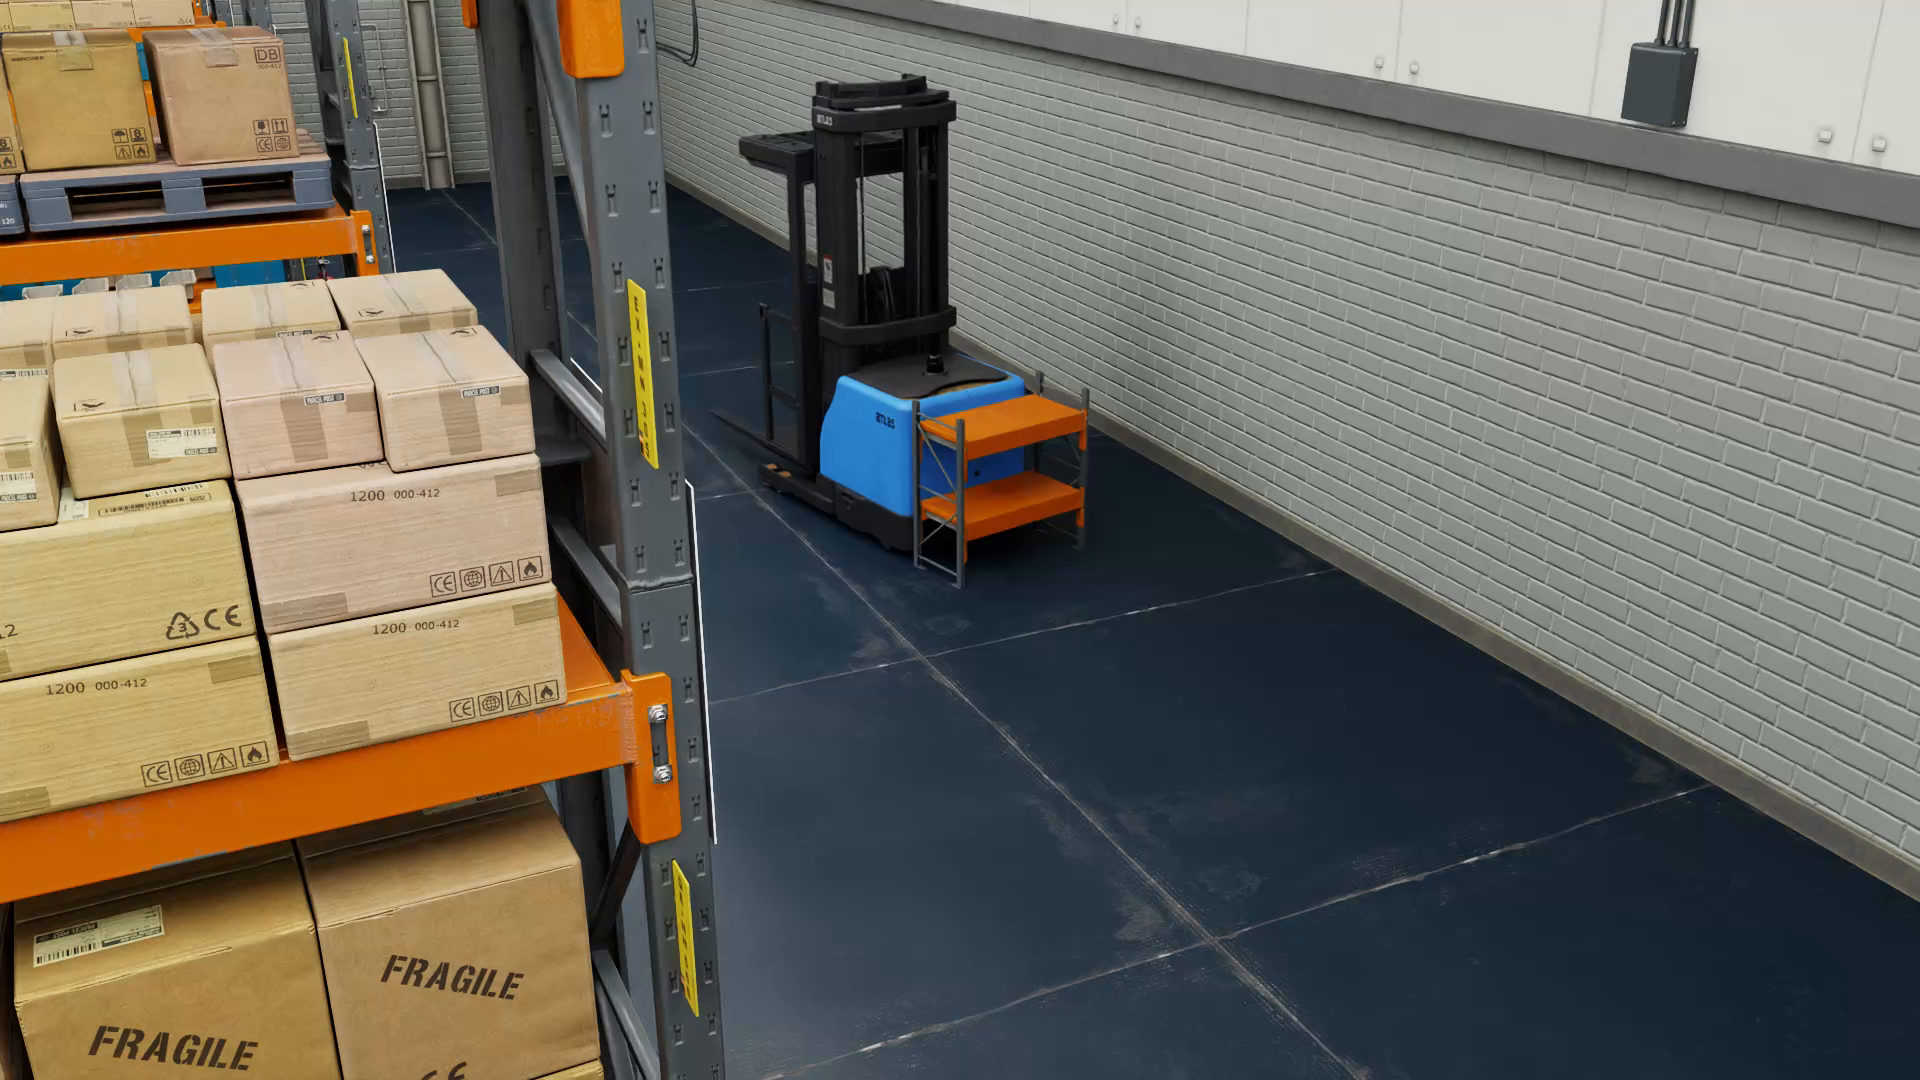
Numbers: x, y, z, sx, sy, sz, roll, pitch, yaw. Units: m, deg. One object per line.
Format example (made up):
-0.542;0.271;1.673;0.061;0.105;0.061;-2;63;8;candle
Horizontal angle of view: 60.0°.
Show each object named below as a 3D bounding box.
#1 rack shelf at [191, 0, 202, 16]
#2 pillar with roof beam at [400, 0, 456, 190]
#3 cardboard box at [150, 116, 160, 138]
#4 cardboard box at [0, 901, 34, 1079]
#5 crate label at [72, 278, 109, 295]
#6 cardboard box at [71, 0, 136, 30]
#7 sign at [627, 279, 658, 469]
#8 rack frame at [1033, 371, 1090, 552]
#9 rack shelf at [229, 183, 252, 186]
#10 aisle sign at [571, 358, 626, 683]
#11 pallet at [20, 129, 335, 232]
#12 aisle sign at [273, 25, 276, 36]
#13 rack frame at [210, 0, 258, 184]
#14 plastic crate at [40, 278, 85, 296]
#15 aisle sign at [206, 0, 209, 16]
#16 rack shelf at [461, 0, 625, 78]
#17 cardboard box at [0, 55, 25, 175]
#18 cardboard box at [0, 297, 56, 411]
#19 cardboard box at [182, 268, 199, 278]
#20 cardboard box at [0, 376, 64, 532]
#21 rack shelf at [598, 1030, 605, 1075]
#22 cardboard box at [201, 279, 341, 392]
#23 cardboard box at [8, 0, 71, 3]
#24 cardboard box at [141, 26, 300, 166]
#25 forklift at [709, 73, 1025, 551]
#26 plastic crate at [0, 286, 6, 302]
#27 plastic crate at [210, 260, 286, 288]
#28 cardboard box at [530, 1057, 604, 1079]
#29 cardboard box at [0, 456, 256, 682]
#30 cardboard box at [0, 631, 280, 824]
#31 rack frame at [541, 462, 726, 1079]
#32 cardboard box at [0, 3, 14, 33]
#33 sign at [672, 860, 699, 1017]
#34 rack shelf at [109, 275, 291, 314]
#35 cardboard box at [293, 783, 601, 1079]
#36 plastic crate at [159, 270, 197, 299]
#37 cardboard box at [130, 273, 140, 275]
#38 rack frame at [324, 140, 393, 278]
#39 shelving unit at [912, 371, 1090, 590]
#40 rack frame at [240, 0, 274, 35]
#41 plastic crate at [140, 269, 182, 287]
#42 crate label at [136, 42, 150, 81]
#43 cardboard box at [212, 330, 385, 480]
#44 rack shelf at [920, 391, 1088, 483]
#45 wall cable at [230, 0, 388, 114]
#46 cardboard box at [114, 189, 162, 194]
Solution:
-11.094;-6.262;19.475;4.000;0.370;1.077;-10;25;-24;rack shelf
-5.367;-7.575;17.783;0.400;9.000;9.100;-10;25;-24;pillar with roof beam
-7.876;-4.089;15.769;0.500;0.500;0.500;-10;24;-22;cardboard box
-2.012;0.996;3.094;0.500;0.500;0.500;-9;24;-21;cardboard box
-6.159;-1.737;11.790;0.243;0.136;0.396;-10;25;-24;crate label
-7.944;-4.895;15.428;0.500;0.250;0.500;-10;25;-24;cardboard box
-0.564;-0.294;2.958;0.005;0.325;0.100;-10;25;-24;sign
0.665;-0.521;11.038;0.032;1.125;0.500;-17;28;-35;rack frame
-8.942;-3.170;15.926;4.000;0.370;1.077;-10;25;-24;rack shelf
-0.851;-0.010;3.953;0.004;0.787;0.394;-10;25;-24;aisle sign
-3.511;-1.638;7.478;1.213;0.211;1.003;-10;25;-24;pallet
-4.803;-3.238;11.752;0.004;0.787;0.394;-10;25;-24;aisle sign
-7.140;-3.834;16.590;0.127;3.000;1.000;-10;25;-24;rack frame
-6.547;-1.931;12.133;0.300;0.233;0.416;-10;25;-24;plastic crate
-9.097;-6.650;19.994;0.004;0.787;0.394;-10;25;-24;aisle sign
-2.589;-0.799;2.360;4.000;0.370;1.077;-10;25;-24;rack shelf
-4.296;-1.833;7.023;0.500;0.500;0.700;-12;25;-27;cardboard box
-1.910;-0.354;3.282;0.250;0.149;0.380;-10;25;-23;cardboard box
-7.523;-2.707;16.561;0.500;0.500;0.500;-10;25;-24;cardboard box
-1.646;-0.137;2.759;0.250;0.149;0.380;-10;25;-23;cardboard box
-2.589;1.971;3.507;4.000;0.370;1.077;-10;25;-24;rack shelf
-1.415;-0.414;3.427;0.250;0.149;0.380;-9;24;-21;cardboard box
-8.395;-5.044;15.133;0.500;0.250;0.500;-10;25;-24;cardboard box
-3.292;-1.987;7.396;0.500;0.500;0.700;-12;25;-27;cardboard box
-0.825;-1.786;11.731;1.130;2.935;3.031;-16;27;-33;forklift
-6.734;-1.647;11.449;0.300;0.233;0.416;-10;25;-24;plastic crate
-5.216;-2.050;12.157;0.499;0.435;0.616;-10;25;-24;plastic crate
-1.080;1.286;3.701;0.500;0.500;0.500;-10;24;-23;cardboard box
-1.552;0.009;2.928;0.500;0.250;0.500;-11;25;-25;cardboard box
-1.538;0.244;3.013;0.500;0.250;0.500;-10;25;-24;cardboard box
-0.787;1.307;4.171;0.127;3.000;1.000;-10;25;-24;rack frame
-8.846;-4.730;15.030;0.500;0.250;0.500;-10;25;-24;cardboard box
-0.564;0.820;3.419;0.005;0.325;0.100;-10;25;-24;sign
-6.797;-1.462;11.801;4.000;0.370;1.077;-10;25;-24;rack shelf
-1.091;0.823;3.513;0.500;0.500;0.500;-11;25;-25;cardboard box
-5.651;-1.834;12.026;0.243;0.136;0.396;-10;25;-24;plastic crate
-8.203;-2.691;16.850;0.500;0.250;0.500;-10;25;-24;cardboard box
-2.847;-0.419;8.341;0.127;3.000;1.000;-10;25;-24;rack frame
0.265;-0.401;10.749;1.048;1.125;0.538;-17;28;-35;shelving unit
-4.995;-4.898;11.317;0.127;3.000;1.000;-10;25;-24;rack frame
-5.953;-2.040;12.396;0.300;0.233;0.416;-10;25;-24;plastic crate
-5.966;-3.402;11.818;0.502;0.251;0.408;-10;25;-24;crate label
-1.214;-0.254;3.041;0.250;0.149;0.380;-10;25;-23;cardboard box
0.265;-0.672;10.637;1.000;0.278;0.538;-17;28;-35;rack shelf
-8.548;-6.548;21.819;1.851;1.984;0.084;-10;25;-24;wall cable
-7.891;-3.625;15.954;0.500;0.500;0.500;-10;25;-23;cardboard box
